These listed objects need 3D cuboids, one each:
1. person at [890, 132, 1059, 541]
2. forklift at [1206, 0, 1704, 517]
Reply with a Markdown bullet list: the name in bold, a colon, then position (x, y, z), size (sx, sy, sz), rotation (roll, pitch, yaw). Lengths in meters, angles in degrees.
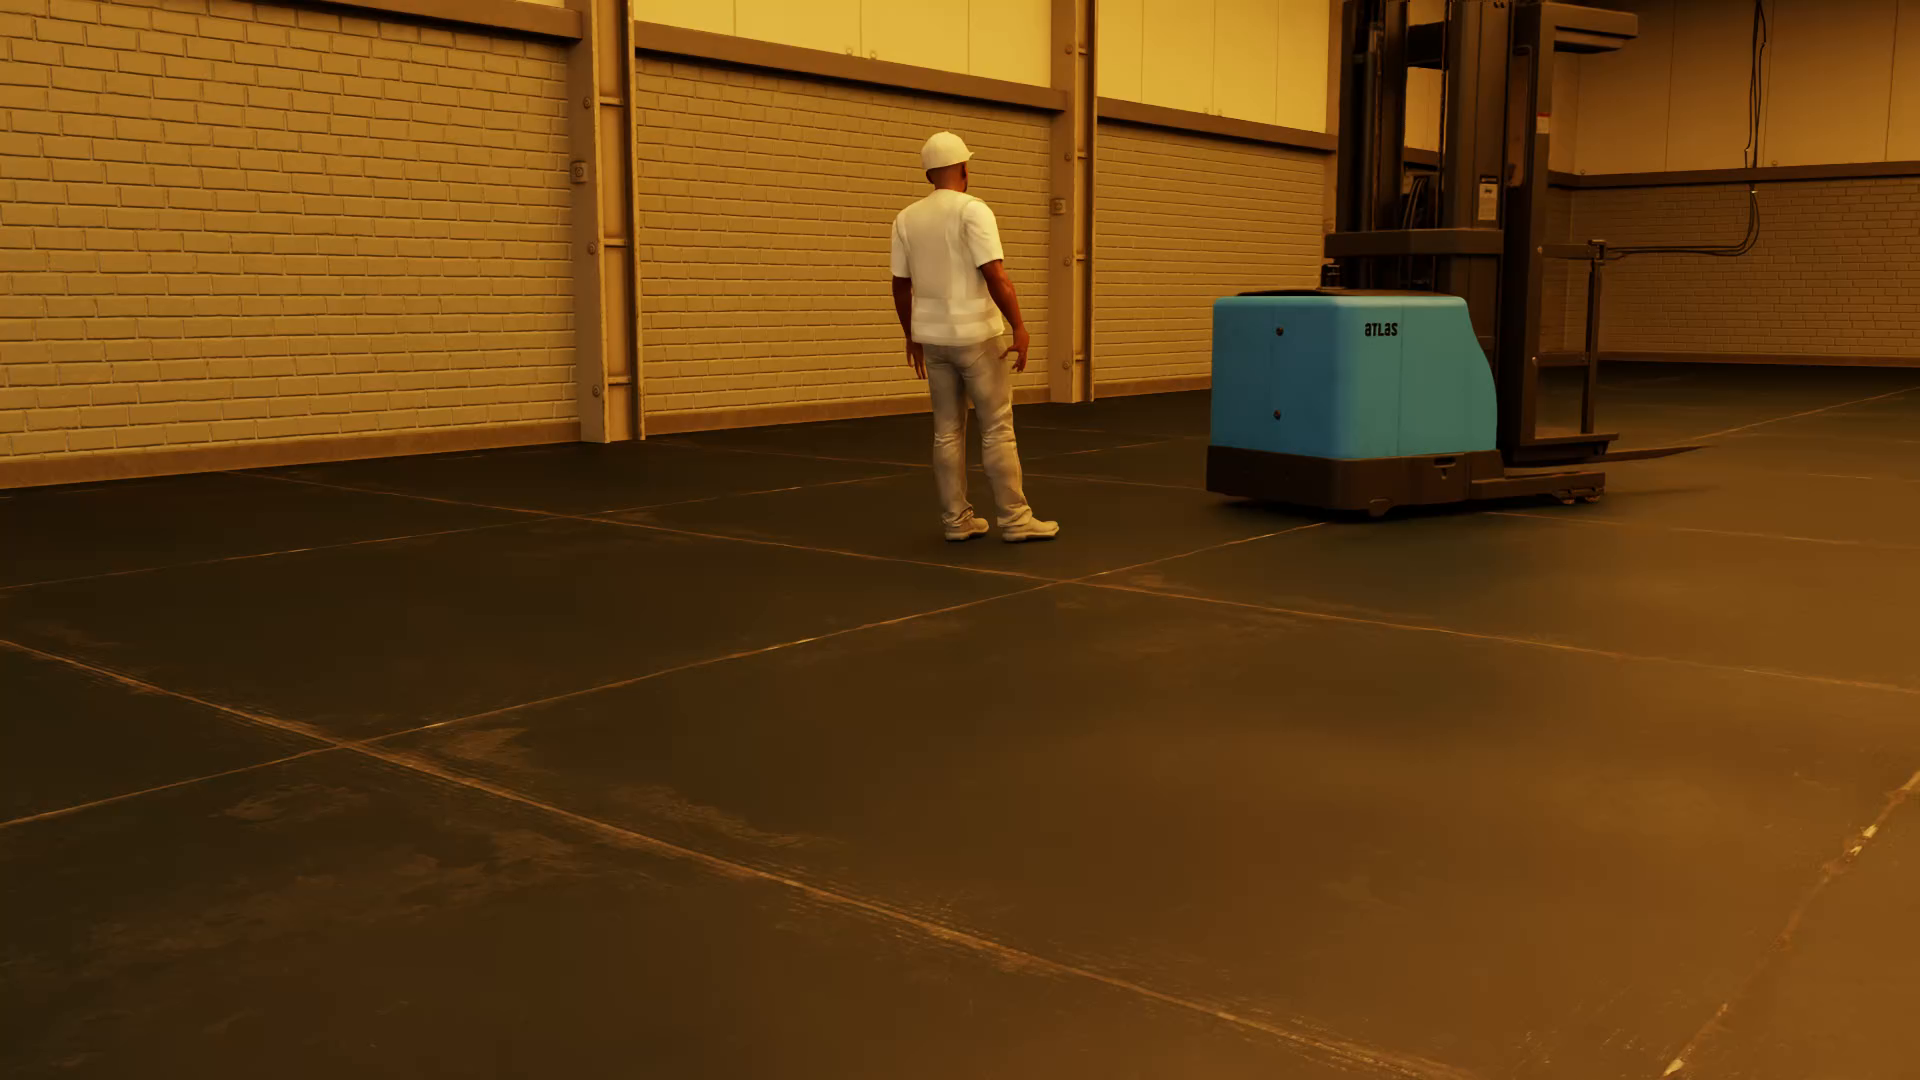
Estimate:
- **person**: position (0.048, -0.888, 7.327), size (0.666, 1.768, 0.575), rotation (7, 11, 38)
- **forklift**: position (2.808, -1.693, 8.851), size (3.031, 2.935, 1.130), rotation (-5, 10, -31)
